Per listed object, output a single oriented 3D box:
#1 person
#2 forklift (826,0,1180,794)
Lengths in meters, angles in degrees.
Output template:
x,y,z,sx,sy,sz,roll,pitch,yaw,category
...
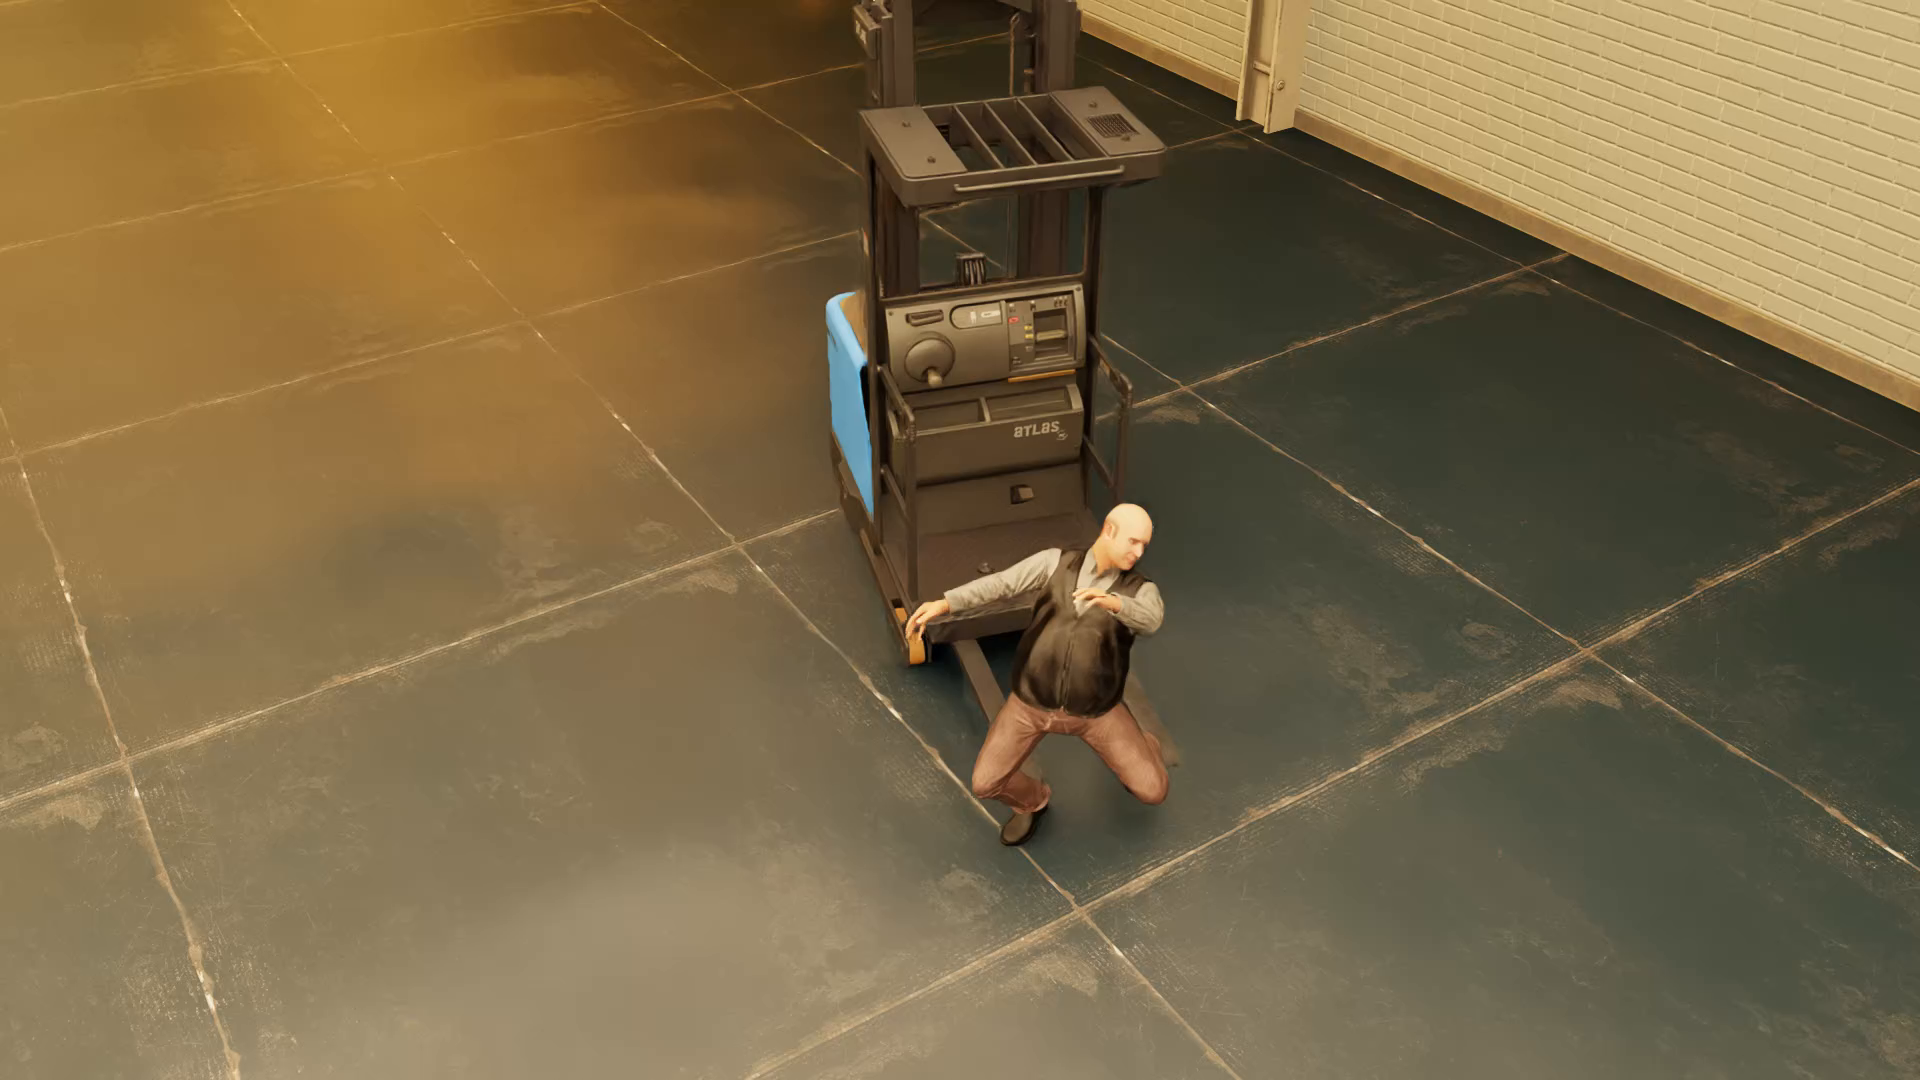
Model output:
x,y,z,sx,sy,sz,roll,pitch,yaw,category
0.327,0.601,6.533,1.039,1.472,0.710,4,35,6,person
0.183,-0.861,7.373,1.130,2.935,3.031,-9,36,-13,forklift
